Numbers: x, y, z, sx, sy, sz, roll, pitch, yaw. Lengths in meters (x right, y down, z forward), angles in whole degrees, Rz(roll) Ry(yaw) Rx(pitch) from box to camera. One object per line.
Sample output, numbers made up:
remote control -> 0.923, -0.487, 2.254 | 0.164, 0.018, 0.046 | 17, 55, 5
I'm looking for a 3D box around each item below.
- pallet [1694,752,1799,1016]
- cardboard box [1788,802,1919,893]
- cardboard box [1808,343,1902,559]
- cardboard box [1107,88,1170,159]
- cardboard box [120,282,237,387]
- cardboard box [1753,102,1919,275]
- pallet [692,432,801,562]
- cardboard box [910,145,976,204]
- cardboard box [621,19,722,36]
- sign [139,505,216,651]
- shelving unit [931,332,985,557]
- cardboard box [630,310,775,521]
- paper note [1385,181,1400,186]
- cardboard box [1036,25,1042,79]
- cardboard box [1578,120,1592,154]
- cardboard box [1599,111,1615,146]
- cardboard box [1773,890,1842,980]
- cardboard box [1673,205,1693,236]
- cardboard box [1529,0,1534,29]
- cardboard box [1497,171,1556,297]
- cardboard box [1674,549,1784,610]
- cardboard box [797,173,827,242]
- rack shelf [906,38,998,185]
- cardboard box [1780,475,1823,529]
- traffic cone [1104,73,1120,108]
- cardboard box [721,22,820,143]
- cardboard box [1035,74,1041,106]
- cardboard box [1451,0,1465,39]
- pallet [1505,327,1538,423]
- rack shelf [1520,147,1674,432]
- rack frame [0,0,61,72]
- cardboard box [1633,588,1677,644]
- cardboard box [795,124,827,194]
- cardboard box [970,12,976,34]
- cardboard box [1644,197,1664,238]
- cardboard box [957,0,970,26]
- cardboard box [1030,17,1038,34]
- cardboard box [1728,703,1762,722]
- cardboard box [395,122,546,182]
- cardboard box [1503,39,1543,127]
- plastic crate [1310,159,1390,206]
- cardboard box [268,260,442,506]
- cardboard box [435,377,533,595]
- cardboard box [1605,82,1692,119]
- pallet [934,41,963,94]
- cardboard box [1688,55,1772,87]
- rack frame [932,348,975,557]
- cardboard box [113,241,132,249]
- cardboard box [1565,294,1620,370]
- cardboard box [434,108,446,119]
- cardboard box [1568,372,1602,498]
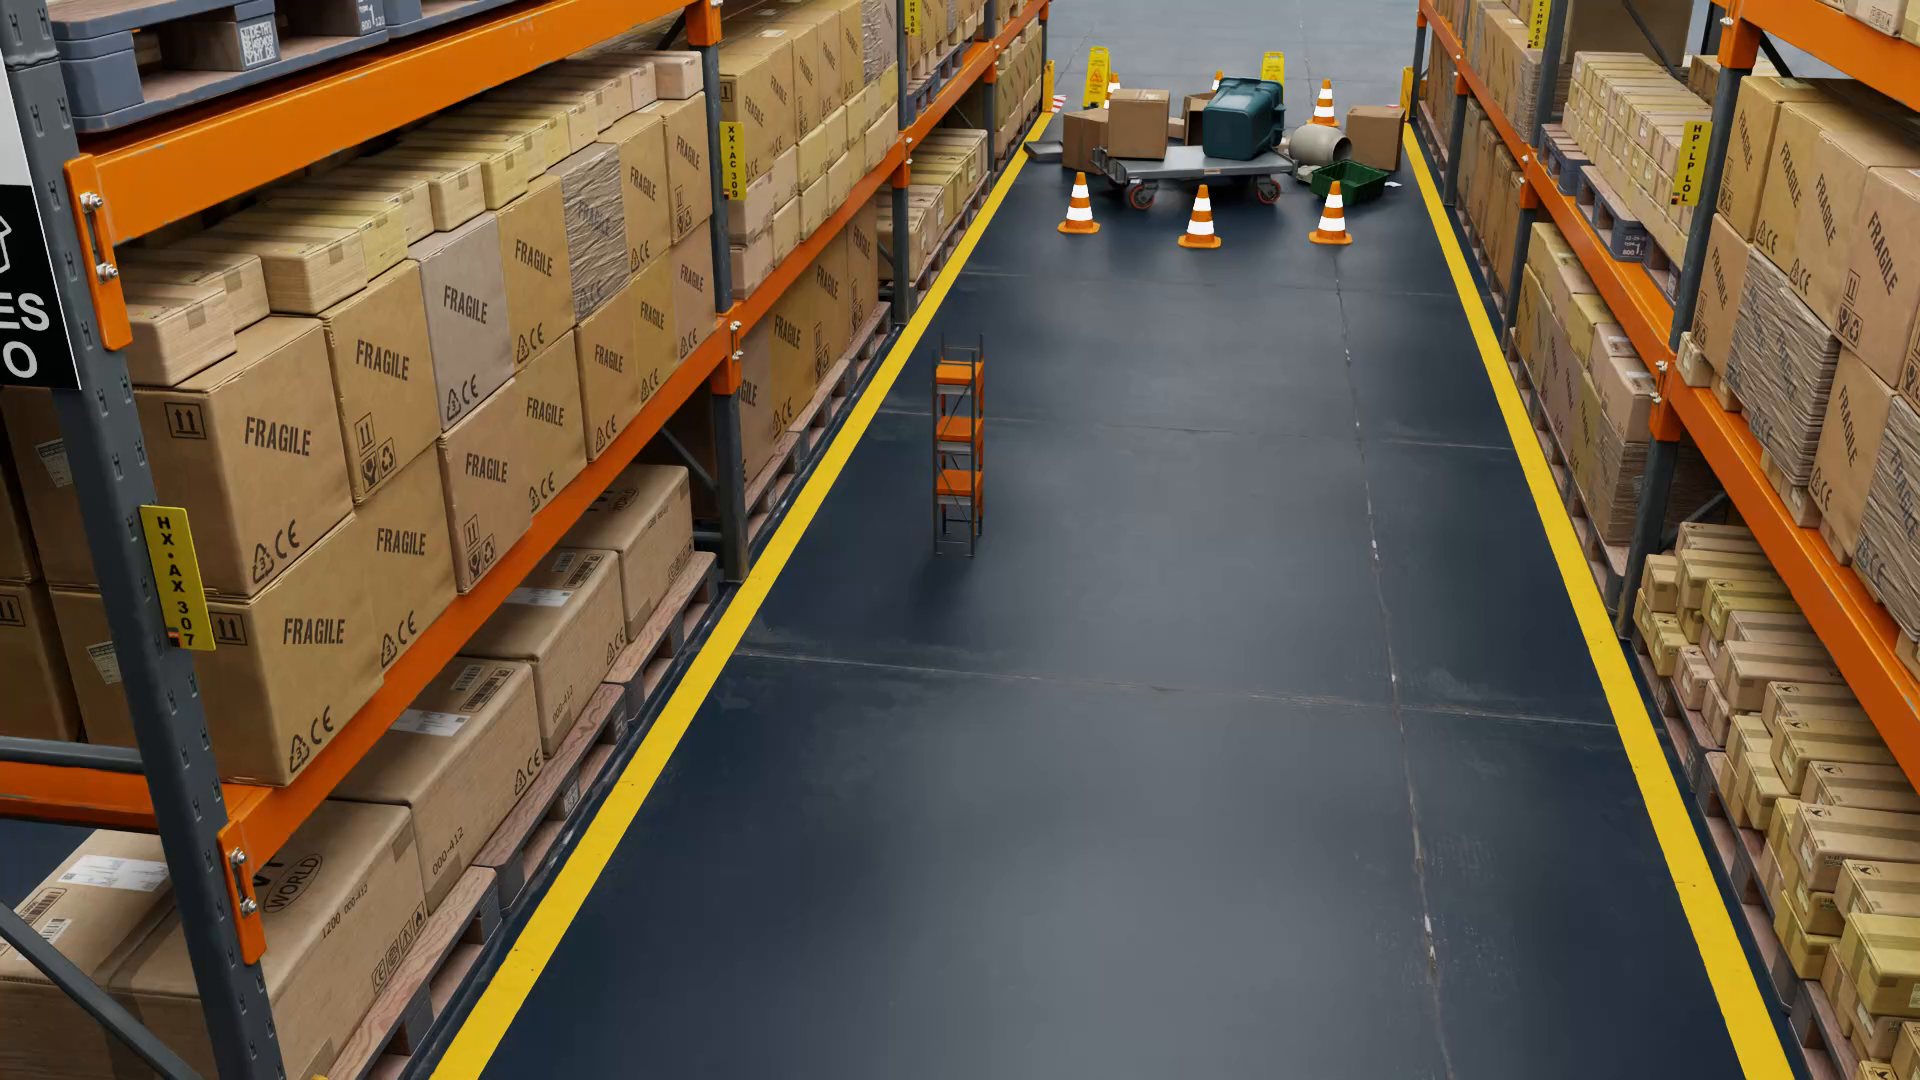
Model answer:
pallet -> 3.125, 1.154, 5.536 | 1.003, 0.211, 1.213 | 4, 25, 9
cardboard box -> 2.689, 0.923, 4.905 | 0.380, 0.149, 0.250 | 5, 26, 10
cardboard box -> 2.817, -0.253, 4.782 | 0.500, 0.500, 0.500 | 5, 26, 11
cardboard box -> 1.566, -3.651, 14.567 | 0.500, 0.500, 0.500 | 4, 25, 9
cardboard box -> -1.825, -0.453, 3.617 | 0.380, 0.149, 0.250 | 5, 25, 10
cardboard box -> 3.014, -1.147, 5.515 | 0.500, 0.500, 0.500 | 3, 25, 7
pallet -> -1.451, -0.270, 8.577 | 1.003, 0.211, 1.213 | 4, 25, 9
cardboard box -> -0.393, -3.030, 13.790 | 0.950, 0.372, 0.625 | 6, 26, 12
cardboard box -> -1.498, -2.335, 8.402 | 0.500, 0.500, 0.500 | 5, 26, 10
sign -> -1.610, 0.081, 3.424 | 0.100, 0.325, 0.005 | 4, 25, 9
shelving unit -> -0.009, -0.453, 7.980 | 0.215, 1.050, 0.252 | 4, 25, 9
cardboard box -> -1.480, -0.698, 8.213 | 0.875, 0.875, 0.875 | 5, 26, 10
paper note -> 3.921, -3.250, 15.156 | 0.147, 0.020, 0.142 | -14, 29, -27
cardboard box -> 0.585, -5.155, 17.588 | 0.500, 0.500, 0.500 | 4, 25, 9
cardboard box -> 3.691, -2.255, 9.331 | 0.380, 0.149, 0.250 | 5, 26, 11
cardboard box -> 3.609, -2.165, 8.787 | 0.380, 0.149, 0.250 | 4, 25, 9
cardboard box -> 2.701, 1.201, 5.014 | 0.380, 0.149, 0.250 | 3, 25, 6
cardboard box -> 3.309, -1.406, 7.165 | 0.380, 0.149, 0.250 | 4, 25, 9
cardboard box -> 4.297, -3.689, 11.295 | 0.700, 0.500, 0.500 | 4, 25, 8
cardboard box -> 4.239, -1.997, 11.136 | 1.050, 0.750, 0.750 | 4, 25, 8
cardboard box -> 3.033, 0.168, 6.518 | 0.380, 0.149, 0.250 | 5, 26, 11
cardboard box -> -0.988, -1.732, 8.590 | 0.500, 0.250, 0.500 | 4, 25, 8
rack shelf -> -0.522, -3.388, 12.799 | 1.077, 0.370, 4.000 | 4, 25, 9
cardboard box -> 2.861, -0.140, 5.308 | 0.380, 0.149, 0.250 | 5, 26, 11
traffic cone -> 1.661, -4.805, 17.971 | 0.336, 0.463, 0.334 | 4, 25, 9
cardboard box -> -1.007, -2.291, 8.310 | 0.500, 0.500, 0.500 | 3, 25, 7
cardboard box -> 0.588, -4.802, 17.718 | 0.500, 0.250, 0.500 | 4, 25, 8
cardboard box -> 4.821, -4.705, 14.586 | 0.875, 0.550, 0.550 | 4, 25, 9
pallet -> 3.922, -0.987, 10.111 | 1.003, 0.211, 1.213 | 4, 25, 9
rack shelf -> 3.724, -1.415, 8.583 | 1.077, 0.370, 4.000 | 4, 25, 9
rack frame -> -2.156, -2.249, 2.440 | 1.000, 3.000, 0.127 | 4, 25, 9
cardboard box -> 3.021, 0.327, 6.881 | 0.380, 0.149, 0.250 | 3, 25, 6
cardboard box -> -0.986, -1.957, 8.480 | 0.500, 0.250, 0.500 | 4, 25, 9
cardboard box -> -0.074, -4.173, 13.429 | 0.380, 0.149, 0.250 | 4, 25, 8
cardboard box -> 3.393, -1.478, 7.670 | 0.380, 0.149, 0.250 | 3, 25, 6
cardboard box -> -0.214, -4.289, 12.910 | 0.500, 0.500, 0.500 | 5, 26, 10
cardboard box -> 0.591, -5.291, 17.113 | 0.380, 0.149, 0.250 | 5, 26, 10
cardboard box -> 2.950, 0.634, 5.874 | 0.380, 0.149, 0.250 | 5, 26, 11
cardboard box -> -1.536, -1.212, 5.238 | 0.380, 0.149, 0.250 | 4, 25, 9
cardboard box -> 3.943, -3.038, 11.084 | 0.500, 0.500, 0.500 | 4, 25, 9
plastic crate -> 3.441, -3.166, 14.725 | 0.450, 0.188, 0.662 | 29, 36, 30
cardboard box -> -1.719, -0.428, 4.328 | 0.500, 0.500, 0.500 | 3, 25, 7
cardboard box -> -1.639, -0.183, 4.985 | 0.500, 0.500, 0.500 | 4, 25, 8
cardboard box -> 3.612, -2.304, 8.734 | 0.380, 0.149, 0.250 | 5, 26, 11
pallet -> -0.566, -3.622, 12.675 | 1.003, 0.211, 1.213 | 4, 25, 9
cardboard box -> 4.423, -2.686, 9.550 | 0.380, 0.149, 0.250 | 3, 25, 6
rack frame -> -0.029, -0.402, 7.871 | 0.200, 1.050, 0.008 | 4, 25, 9
cardboard box -> -2.318, -0.709, 4.165 | 0.380, 0.149, 0.250 | 4, 25, 8
cardboard box -> 3.439, -1.067, 8.560 | 0.500, 0.250, 0.500 | 3, 25, 6
cardboard box -> -2.010, -1.456, 5.759 | 0.380, 0.149, 0.250 | 3, 25, 7
cardboard box -> 3.354, -0.504, 8.241 | 0.500, 0.500, 0.500 | 3, 25, 7
